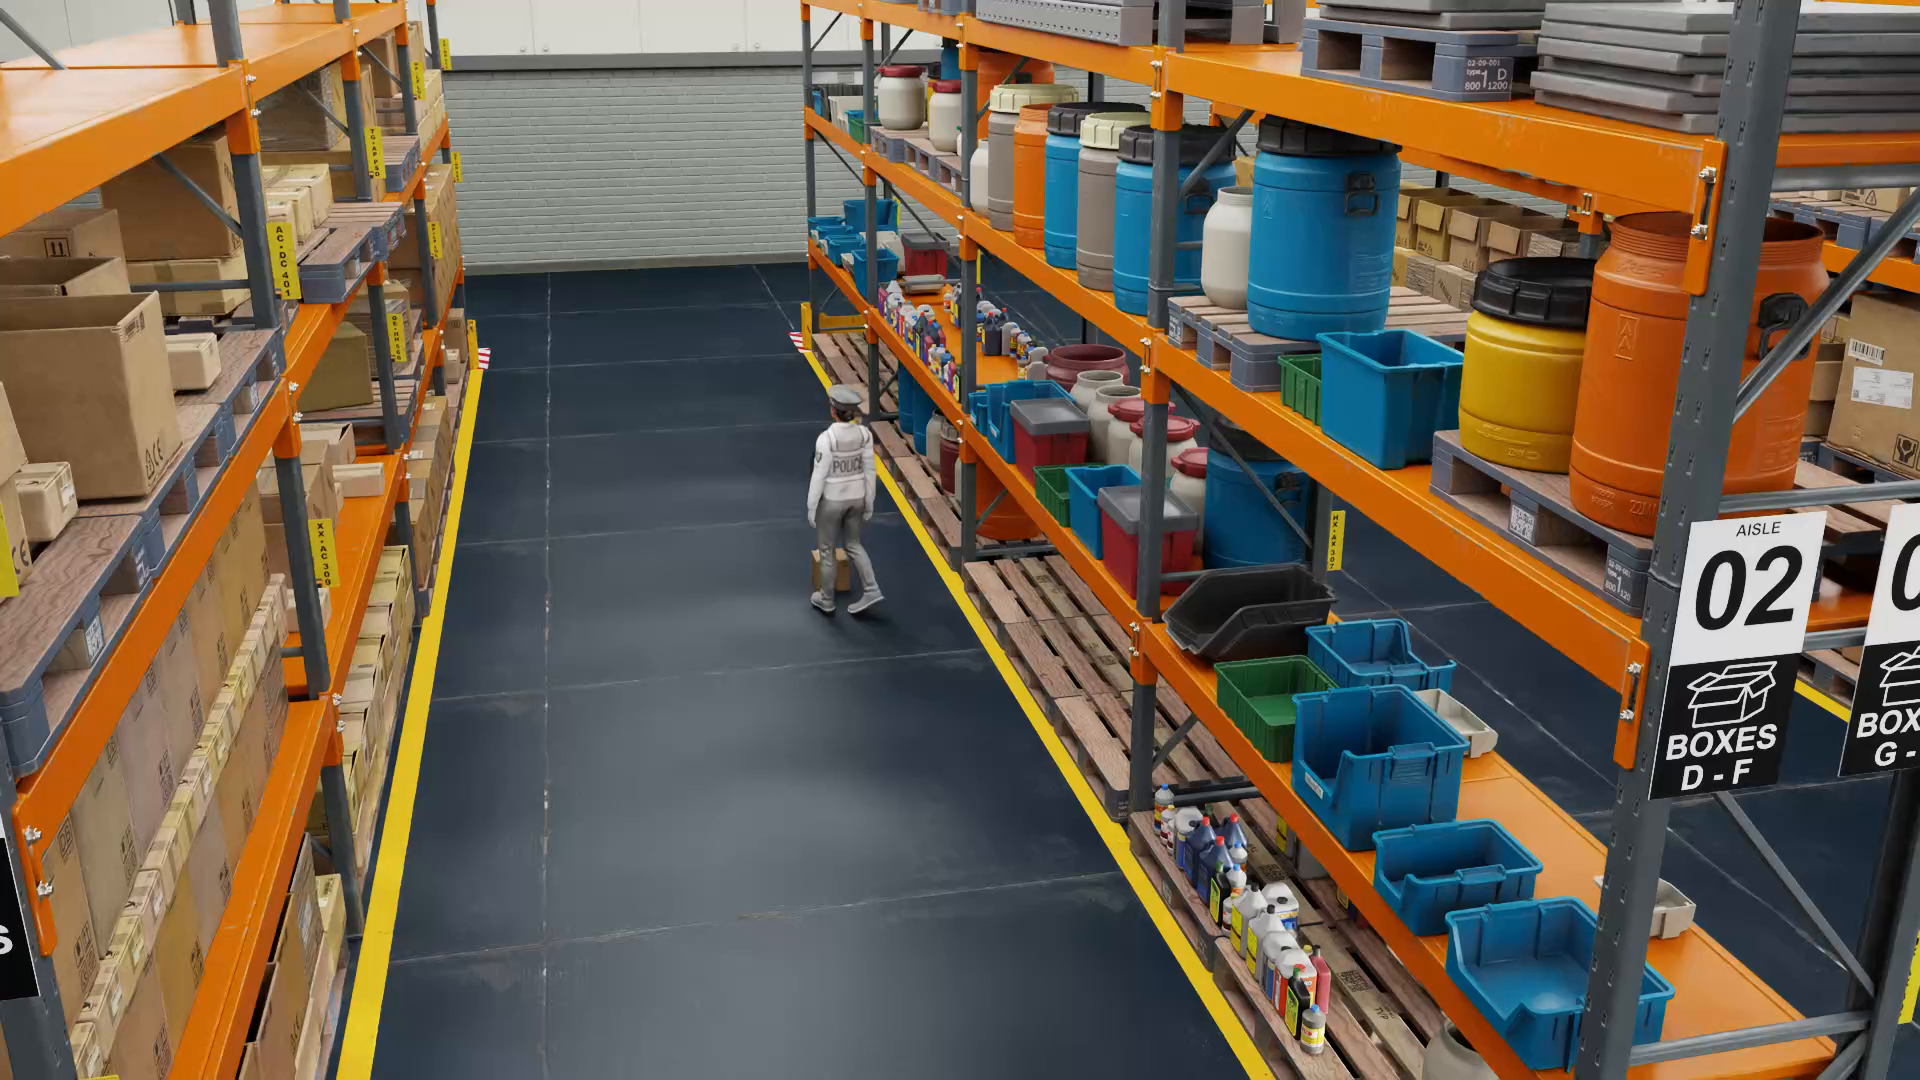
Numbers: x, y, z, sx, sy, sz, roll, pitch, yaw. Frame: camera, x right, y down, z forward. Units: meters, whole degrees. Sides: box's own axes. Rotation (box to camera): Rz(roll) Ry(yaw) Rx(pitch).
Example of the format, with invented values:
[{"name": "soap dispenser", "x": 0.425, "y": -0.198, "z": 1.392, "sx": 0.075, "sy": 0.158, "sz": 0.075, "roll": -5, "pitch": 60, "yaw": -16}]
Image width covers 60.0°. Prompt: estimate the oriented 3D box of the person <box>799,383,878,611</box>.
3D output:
[{"name": "person", "x": -0.900, "y": -0.287, "z": 11.818, "sx": 0.530, "sy": 1.673, "sz": 0.528, "roll": -12, "pitch": 23, "yaw": -30}]
